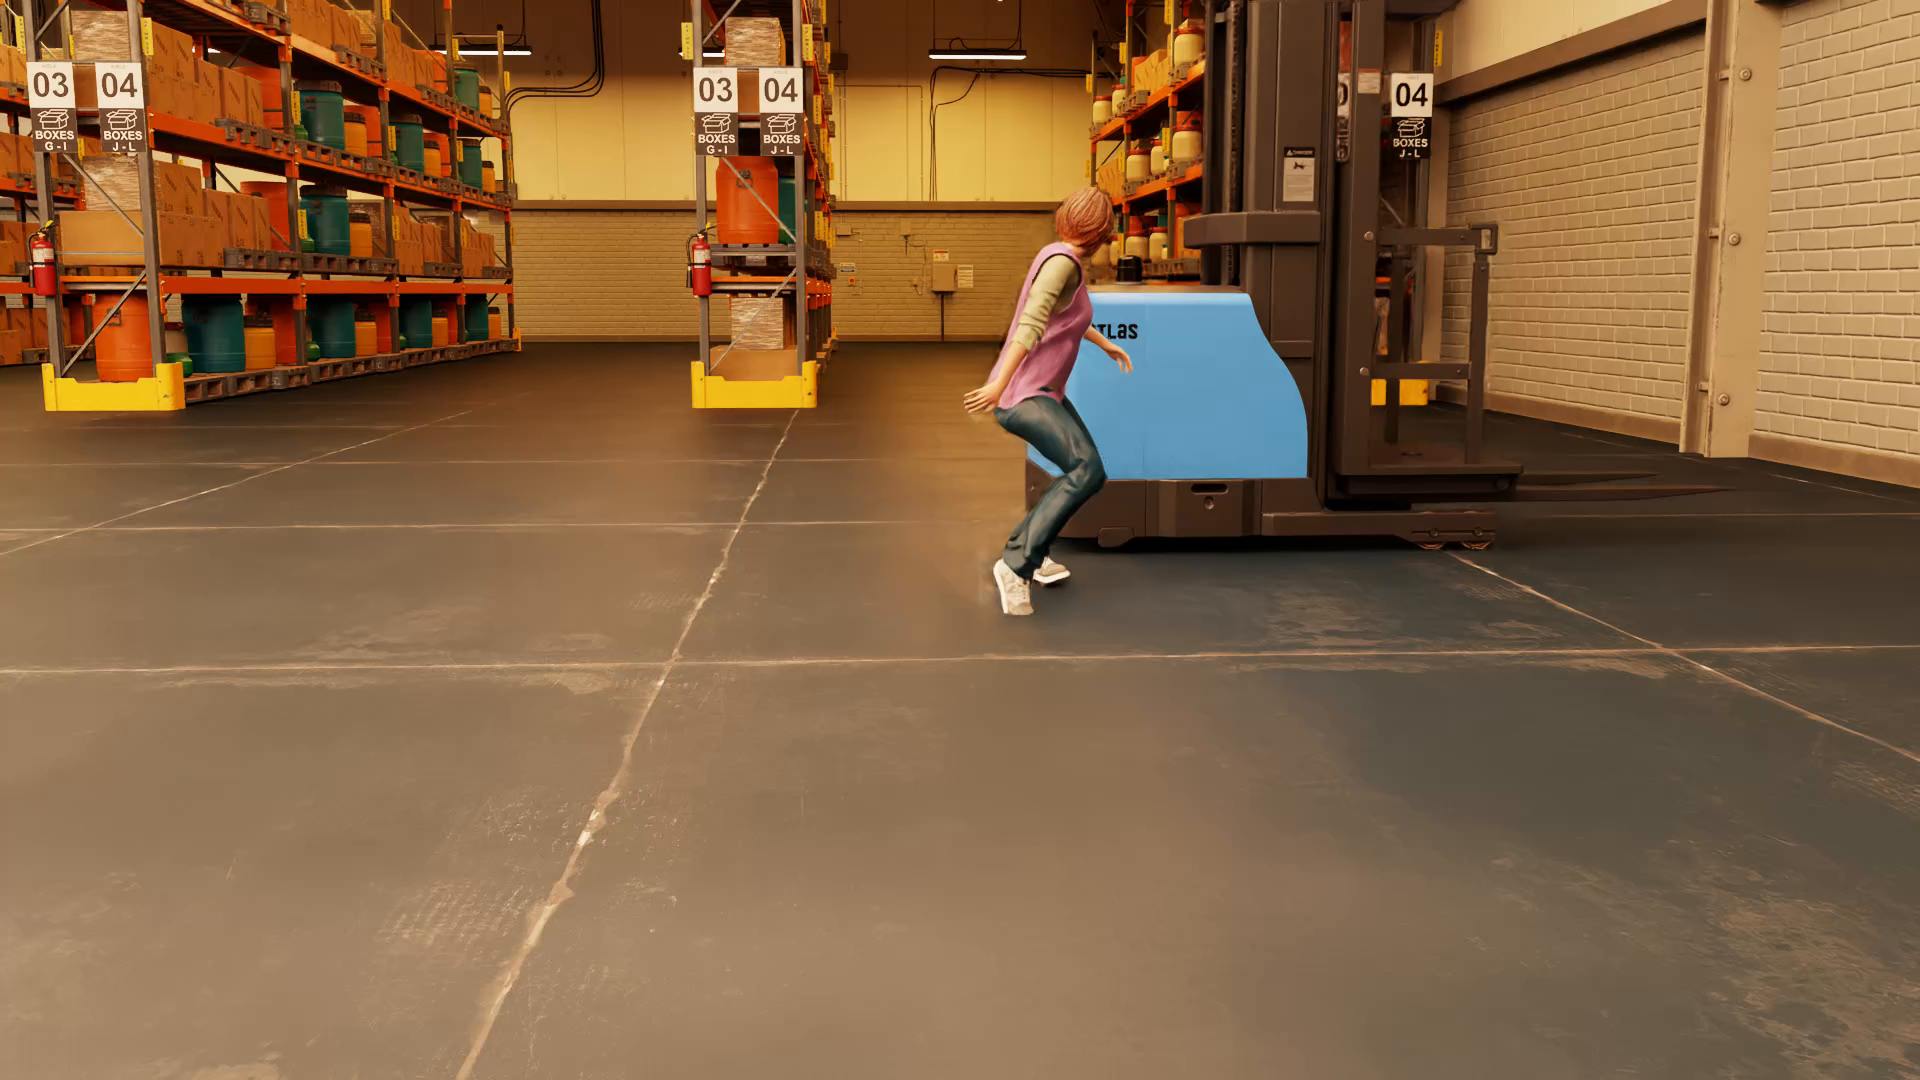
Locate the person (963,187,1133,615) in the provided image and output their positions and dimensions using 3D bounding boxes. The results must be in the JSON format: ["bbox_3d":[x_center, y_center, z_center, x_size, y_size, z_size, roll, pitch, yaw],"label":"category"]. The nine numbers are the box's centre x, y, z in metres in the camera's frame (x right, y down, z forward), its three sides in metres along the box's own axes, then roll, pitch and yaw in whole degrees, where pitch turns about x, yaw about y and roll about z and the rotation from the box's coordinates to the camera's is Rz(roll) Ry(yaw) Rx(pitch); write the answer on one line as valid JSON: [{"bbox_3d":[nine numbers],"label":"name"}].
[{"bbox_3d":[0.319,-0.465,5.795,0.492,1.489,0.875,2,9,11],"label":"person"}]

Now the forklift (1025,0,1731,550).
[{"bbox_3d":[1.852,-1.482,7.315,3.031,2.935,1.130,-1,8,-5],"label":"forklift"}]
